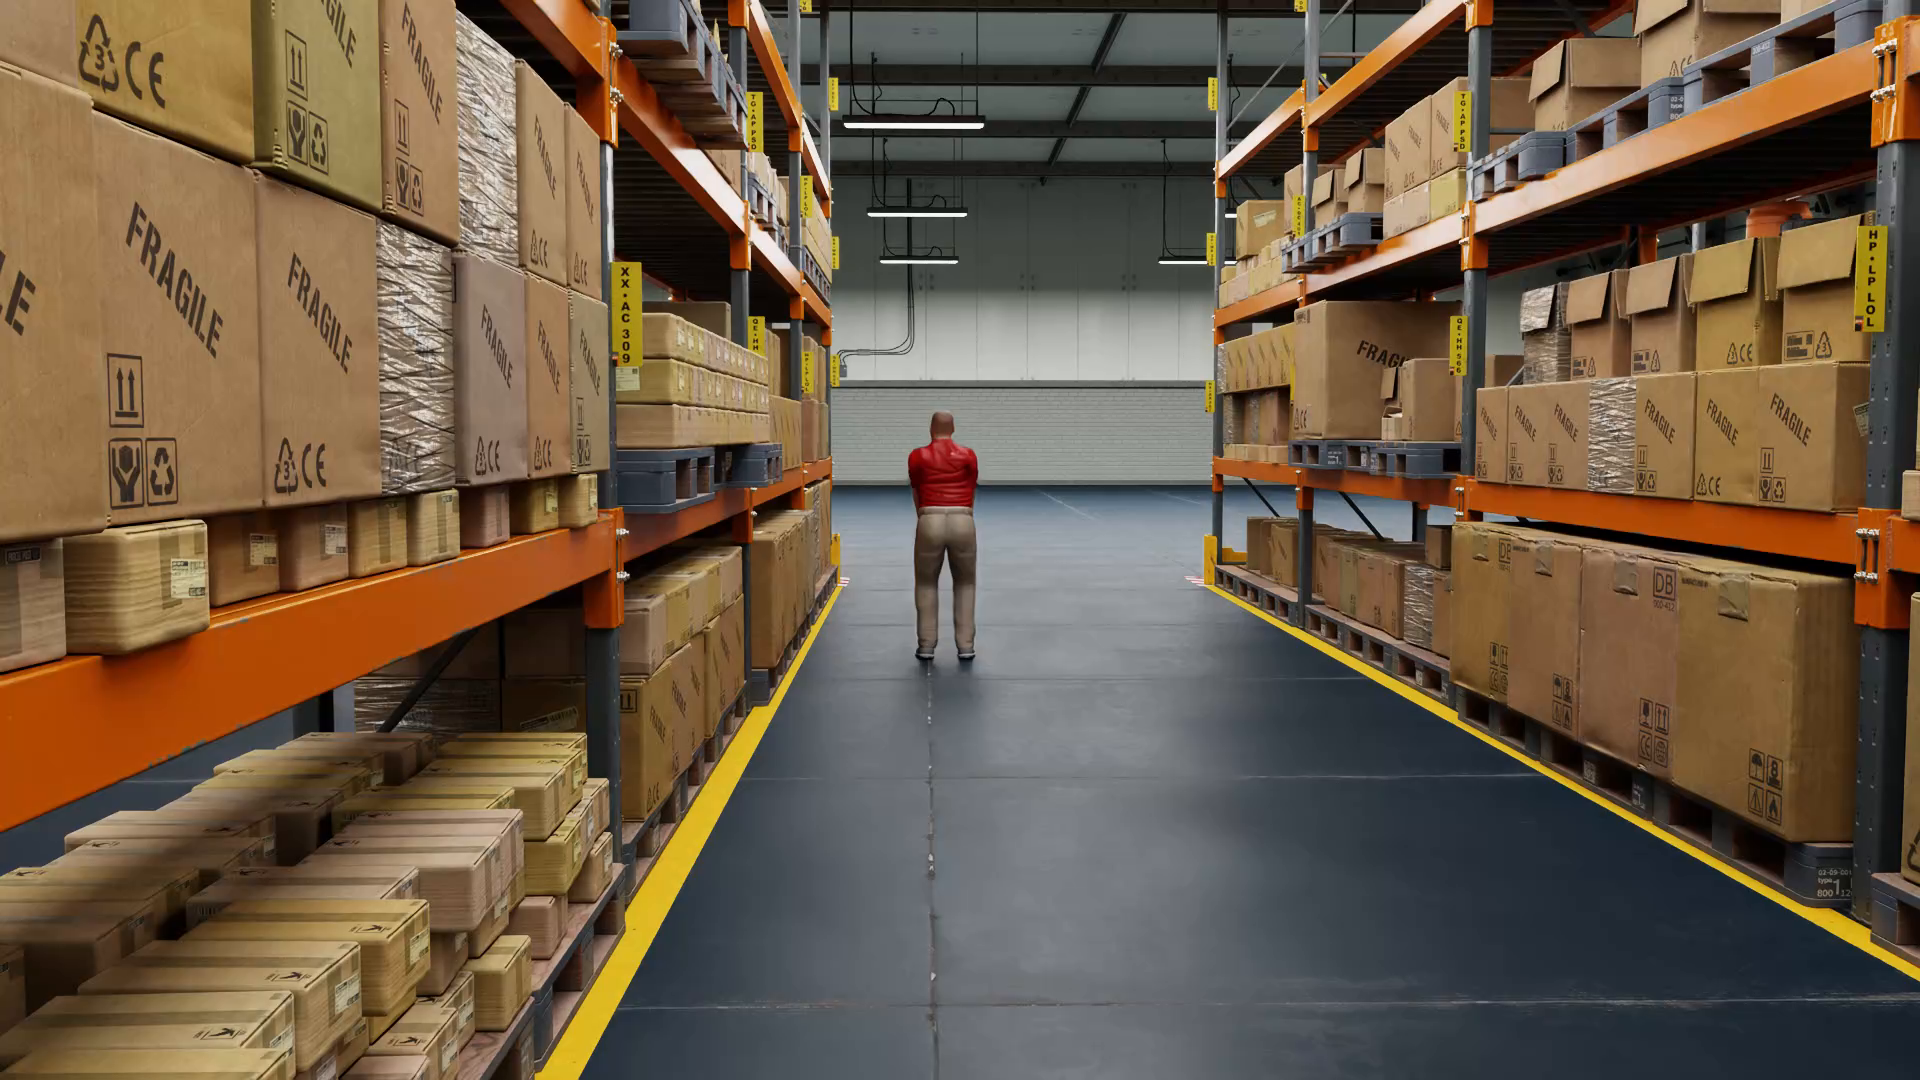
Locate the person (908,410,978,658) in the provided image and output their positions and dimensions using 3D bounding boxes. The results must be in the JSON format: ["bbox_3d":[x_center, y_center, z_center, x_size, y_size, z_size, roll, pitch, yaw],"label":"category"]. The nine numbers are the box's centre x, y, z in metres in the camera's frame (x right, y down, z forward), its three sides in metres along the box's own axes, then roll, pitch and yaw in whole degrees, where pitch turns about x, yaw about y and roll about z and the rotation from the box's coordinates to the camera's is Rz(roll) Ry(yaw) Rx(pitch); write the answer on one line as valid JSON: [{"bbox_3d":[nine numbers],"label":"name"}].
[{"bbox_3d":[-0.121,-0.042,11.596,0.490,1.726,0.542,0,4,-2],"label":"person"}]
